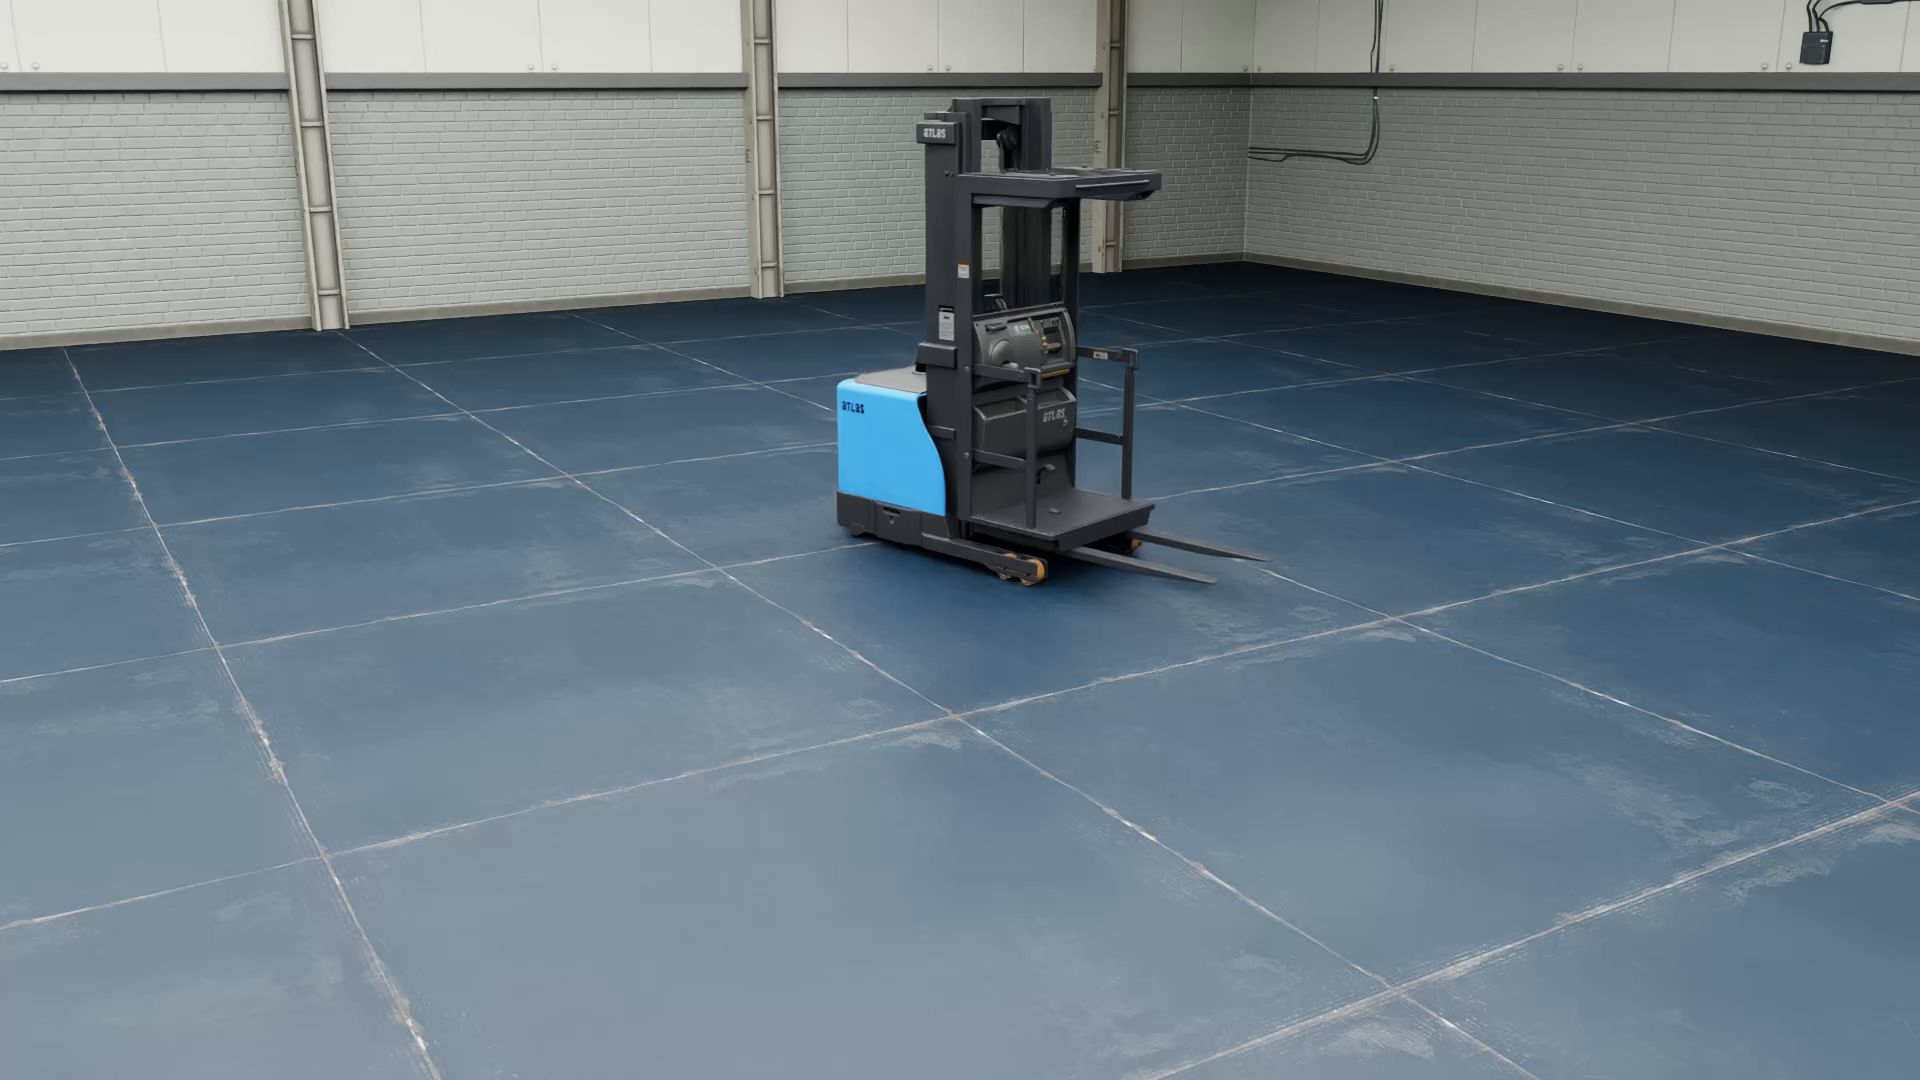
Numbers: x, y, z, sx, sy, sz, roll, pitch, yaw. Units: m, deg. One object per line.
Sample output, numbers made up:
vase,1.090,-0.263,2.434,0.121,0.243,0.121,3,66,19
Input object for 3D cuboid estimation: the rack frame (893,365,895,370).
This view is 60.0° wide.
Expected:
rack frame,-0.453,-0.731,12.064,0.008,1.050,0.200,-4,15,-13

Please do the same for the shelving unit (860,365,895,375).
shelving unit,-0.571,-0.723,12.036,0.252,1.050,0.215,-4,15,-13

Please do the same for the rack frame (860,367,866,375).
rack frame,-0.690,-0.715,12.008,0.008,1.050,0.200,-4,15,-13

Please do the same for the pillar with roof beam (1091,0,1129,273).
pillar with roof beam,4.586,-7.673,22.109,0.400,9.000,9.100,-9,18,-30

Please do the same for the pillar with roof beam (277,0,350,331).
pillar with roof beam,-5.700,-6.005,16.159,0.400,9.000,9.100,-9,18,-30

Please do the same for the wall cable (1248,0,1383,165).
wall cable,5.575,-7.277,26.451,0.112,2.526,3.097,-9,18,-30

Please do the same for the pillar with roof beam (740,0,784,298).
pillar with roof beam,-0.557,-6.839,19.134,0.400,9.000,9.100,-9,18,-30

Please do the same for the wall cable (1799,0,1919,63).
wall cable,10.451,-8.211,17.729,0.169,6.003,2.305,-9,18,-30

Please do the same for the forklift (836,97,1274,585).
forklift,0.576,-1.288,10.573,3.031,2.935,1.130,14,21,40
